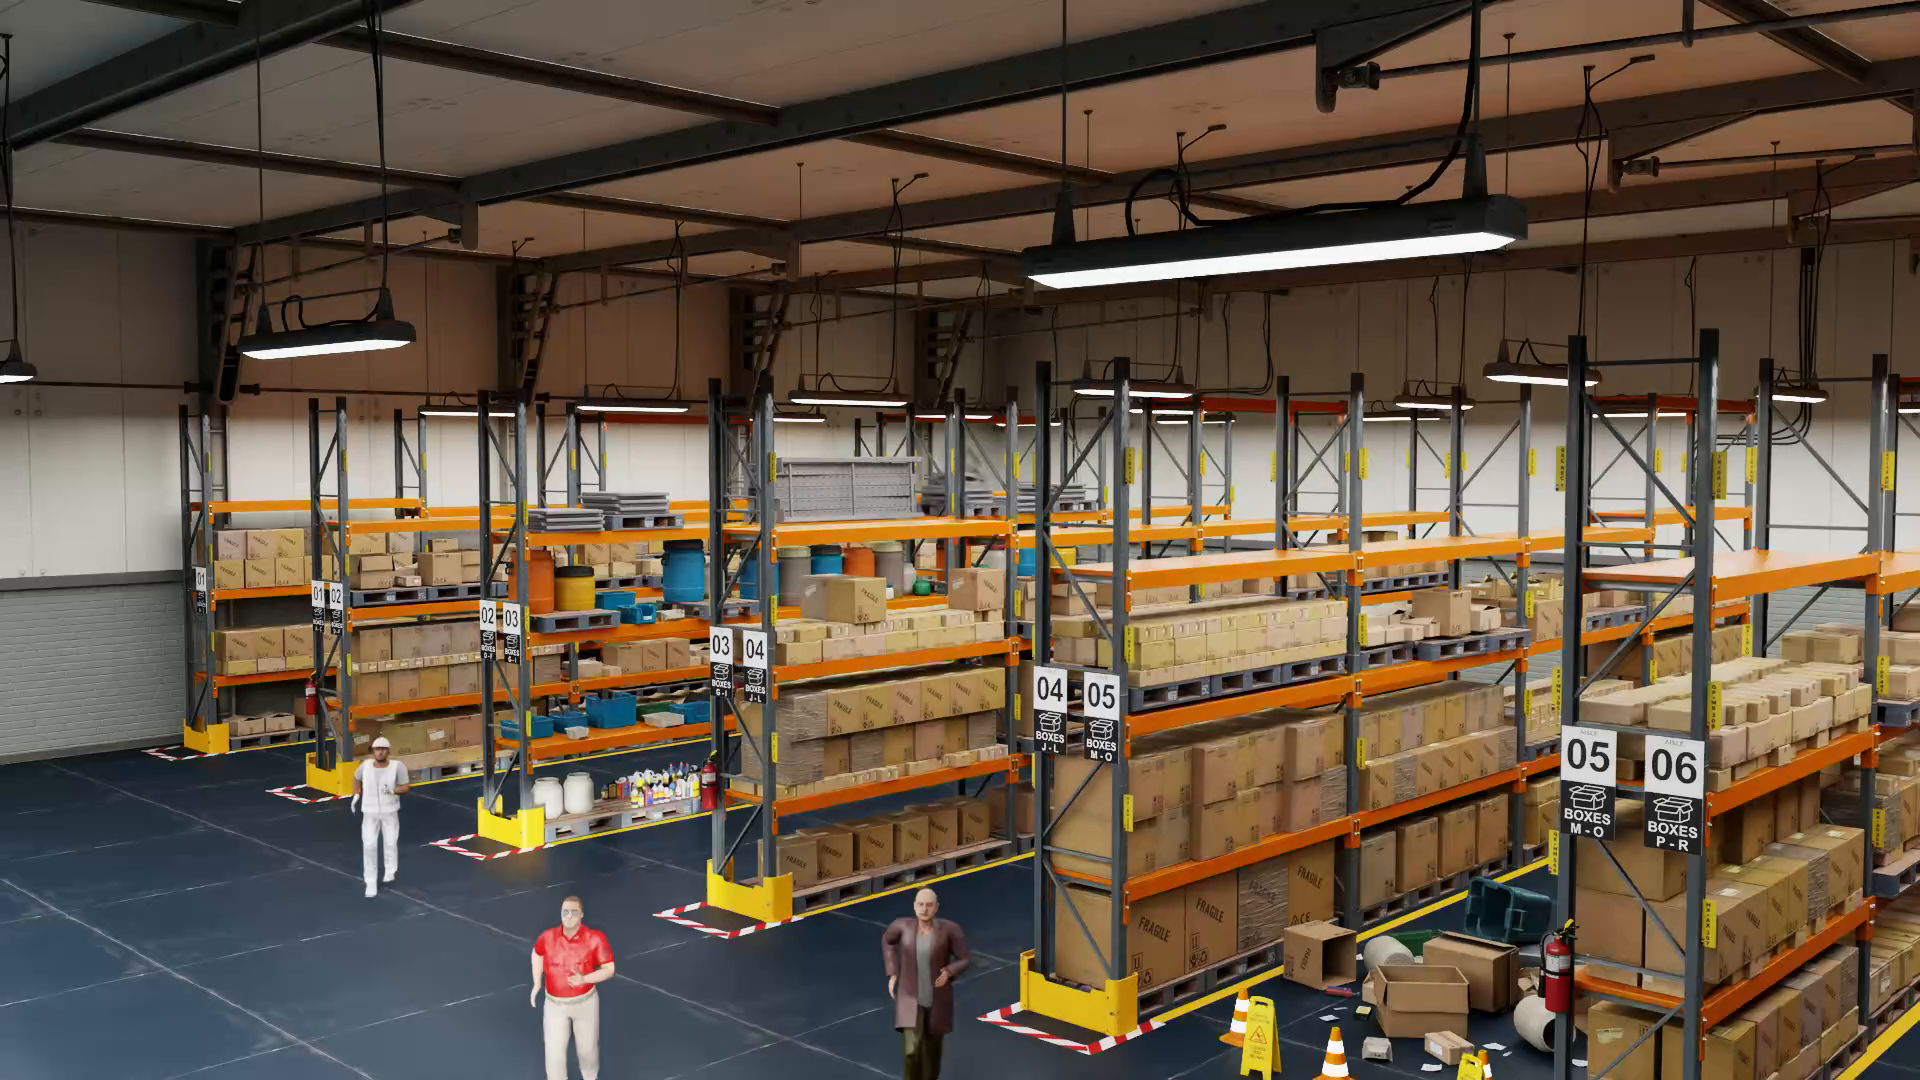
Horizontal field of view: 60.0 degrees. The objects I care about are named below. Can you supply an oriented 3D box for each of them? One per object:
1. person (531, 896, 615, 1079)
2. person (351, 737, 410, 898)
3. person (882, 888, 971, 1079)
[{"bbox_3d":[-2.984,3.600,12.778,0.666,1.723,0.947,0,3,-5],"label":"person"},{"bbox_3d":[-6.823,3.241,19.586,0.664,1.846,0.782,-1,3,-16],"label":"person"},{"bbox_3d":[-0.261,3.611,12.907,0.691,1.840,0.833,0,3,-2],"label":"person"}]
